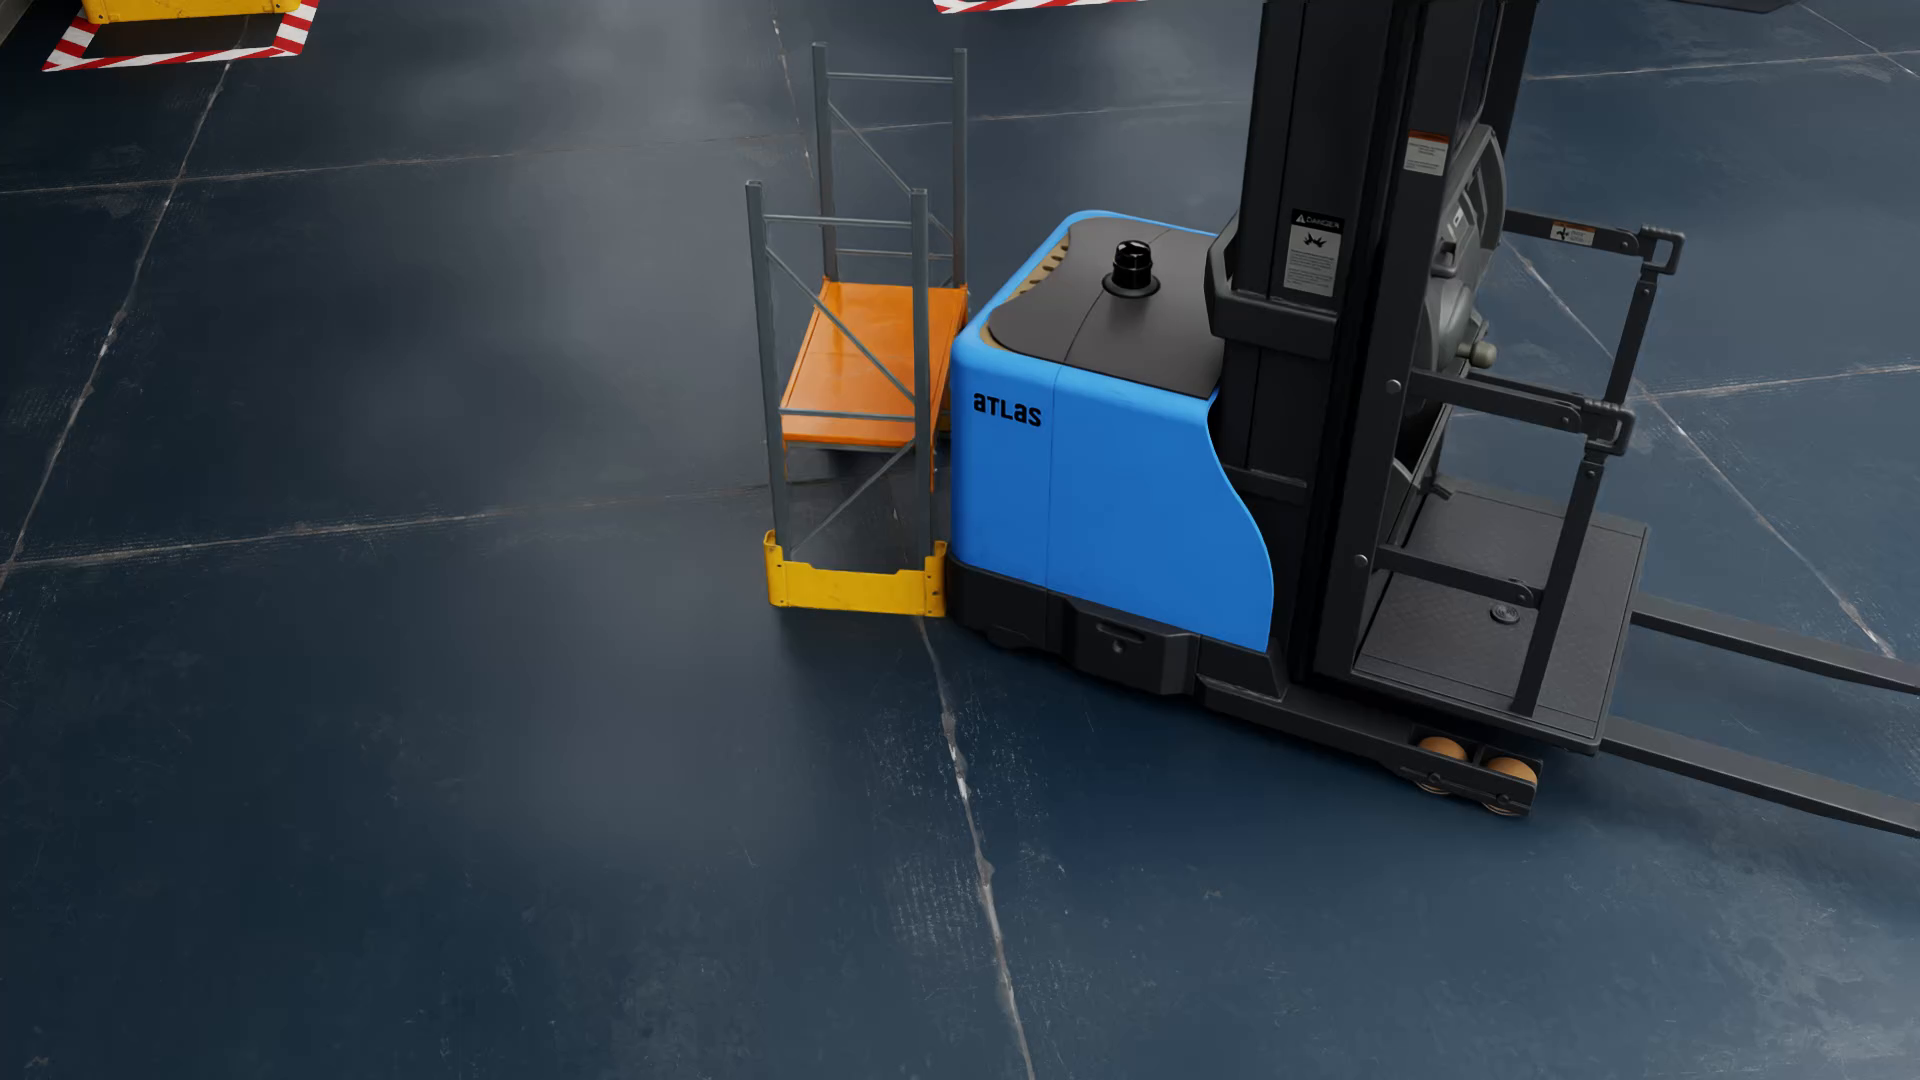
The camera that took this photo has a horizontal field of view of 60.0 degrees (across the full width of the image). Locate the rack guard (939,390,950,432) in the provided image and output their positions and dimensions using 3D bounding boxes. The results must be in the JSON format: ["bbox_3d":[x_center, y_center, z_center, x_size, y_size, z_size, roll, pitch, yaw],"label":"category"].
[{"bbox_3d":[-0.227,-0.499,6.188,0.587,0.250,0.087,4,38,5],"label":"rack guard"}]

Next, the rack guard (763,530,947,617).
[{"bbox_3d":[-0.336,0.109,5.406,0.587,0.250,0.087,4,38,5],"label":"rack guard"}]

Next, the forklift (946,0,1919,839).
[{"bbox_3d":[1.514,-0.747,4.322,3.031,2.935,1.130,16,41,20],"label":"forklift"}]

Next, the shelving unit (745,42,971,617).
[{"bbox_3d":[-0.282,-0.689,5.414,0.587,1.500,1.083,4,38,5],"label":"shelving unit"}]

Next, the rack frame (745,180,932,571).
[{"bbox_3d":[-0.339,-0.373,5.008,0.500,1.500,0.032,4,38,5],"label":"rack frame"}]

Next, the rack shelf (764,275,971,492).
[{"bbox_3d":[-0.283,-0.541,5.517,0.538,0.185,1.000,4,38,5],"label":"rack shelf"}]

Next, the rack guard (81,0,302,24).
[{"bbox_3d":[-4.484,-3.328,9.626,1.175,0.500,0.348,-6,38,-8],"label":"rack guard"}]

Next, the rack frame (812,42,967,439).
[{"bbox_3d":[-0.227,-0.993,5.806,0.500,1.500,0.032,4,38,5],"label":"rack frame"}]
